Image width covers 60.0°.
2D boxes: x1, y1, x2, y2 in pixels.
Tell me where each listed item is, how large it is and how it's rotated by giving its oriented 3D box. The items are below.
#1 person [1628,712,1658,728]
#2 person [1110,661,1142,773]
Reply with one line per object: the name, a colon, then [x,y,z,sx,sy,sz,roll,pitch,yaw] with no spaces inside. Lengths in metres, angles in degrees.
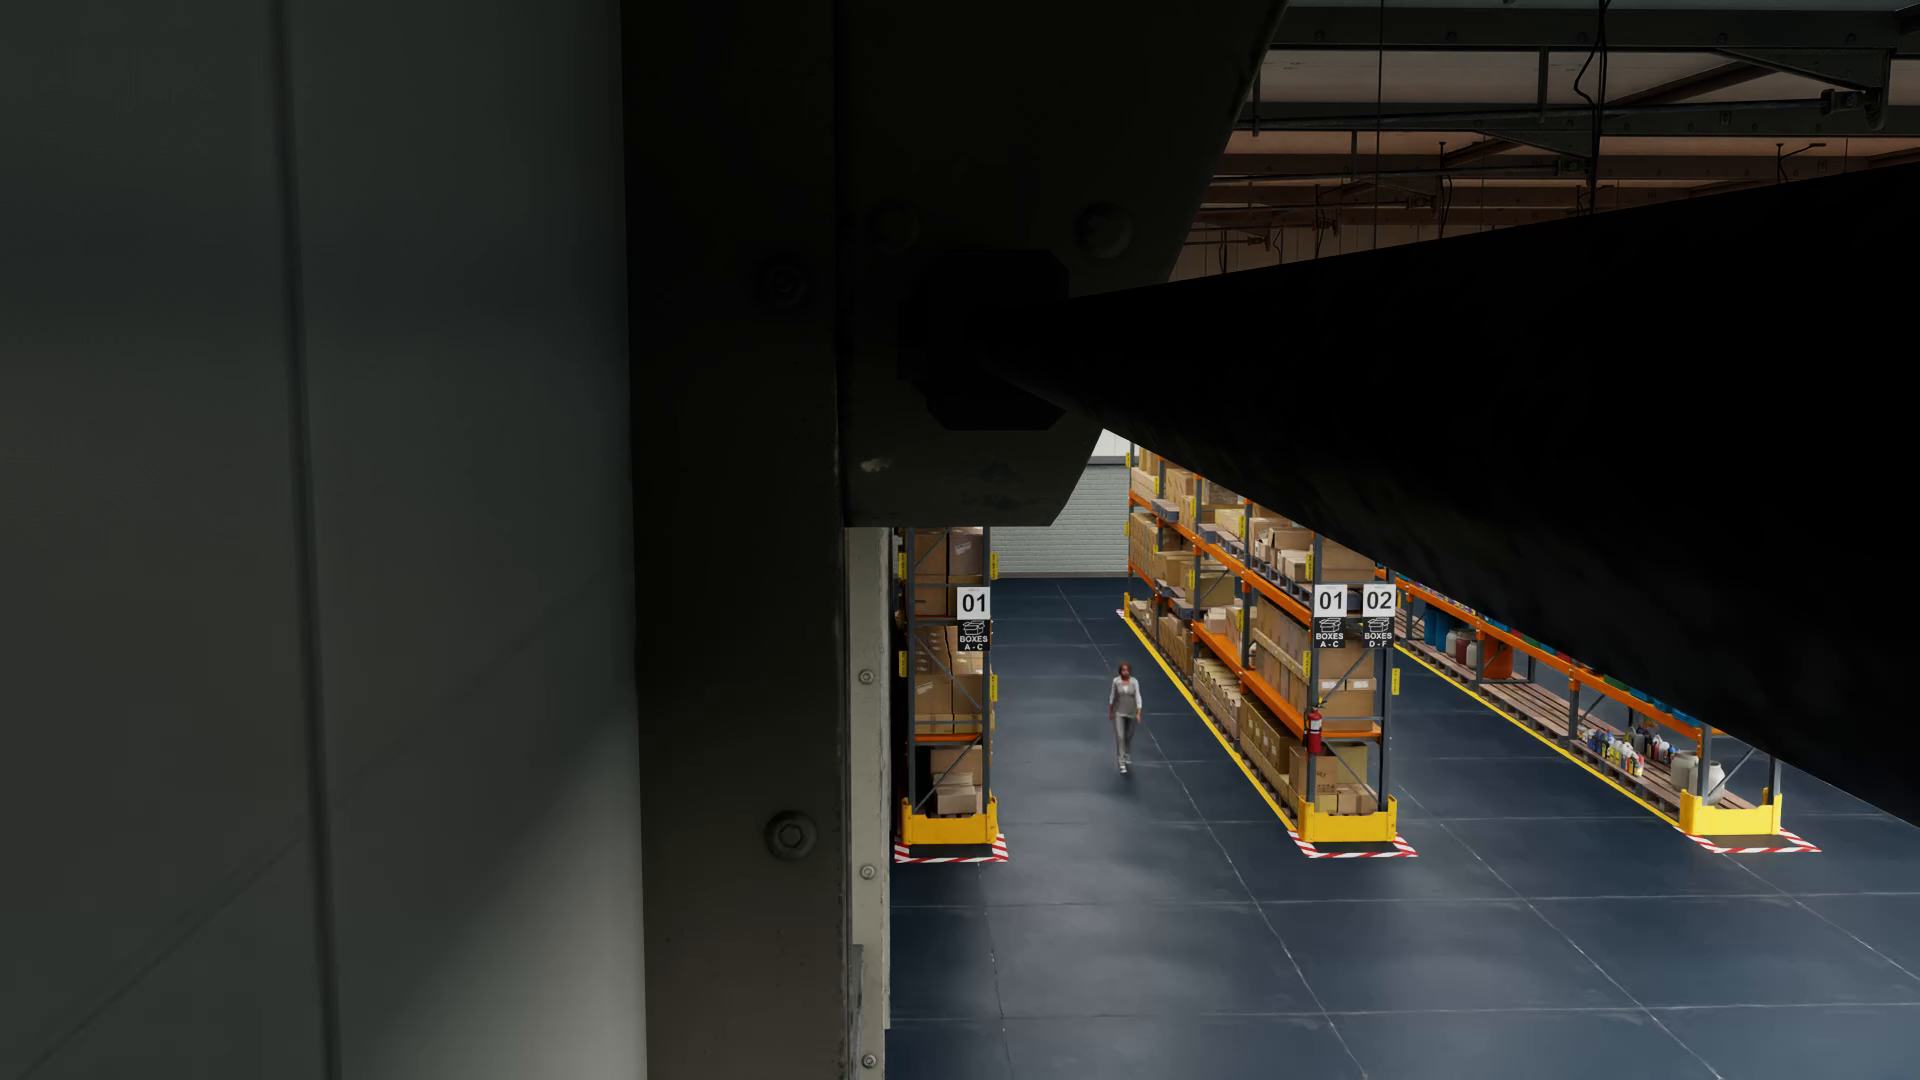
person: [10.712,2.104,26.192,0.575,1.789,0.548,1,7,9]
person: [2.378,2.509,23.752,0.434,1.547,0.946,0,7,-2]
